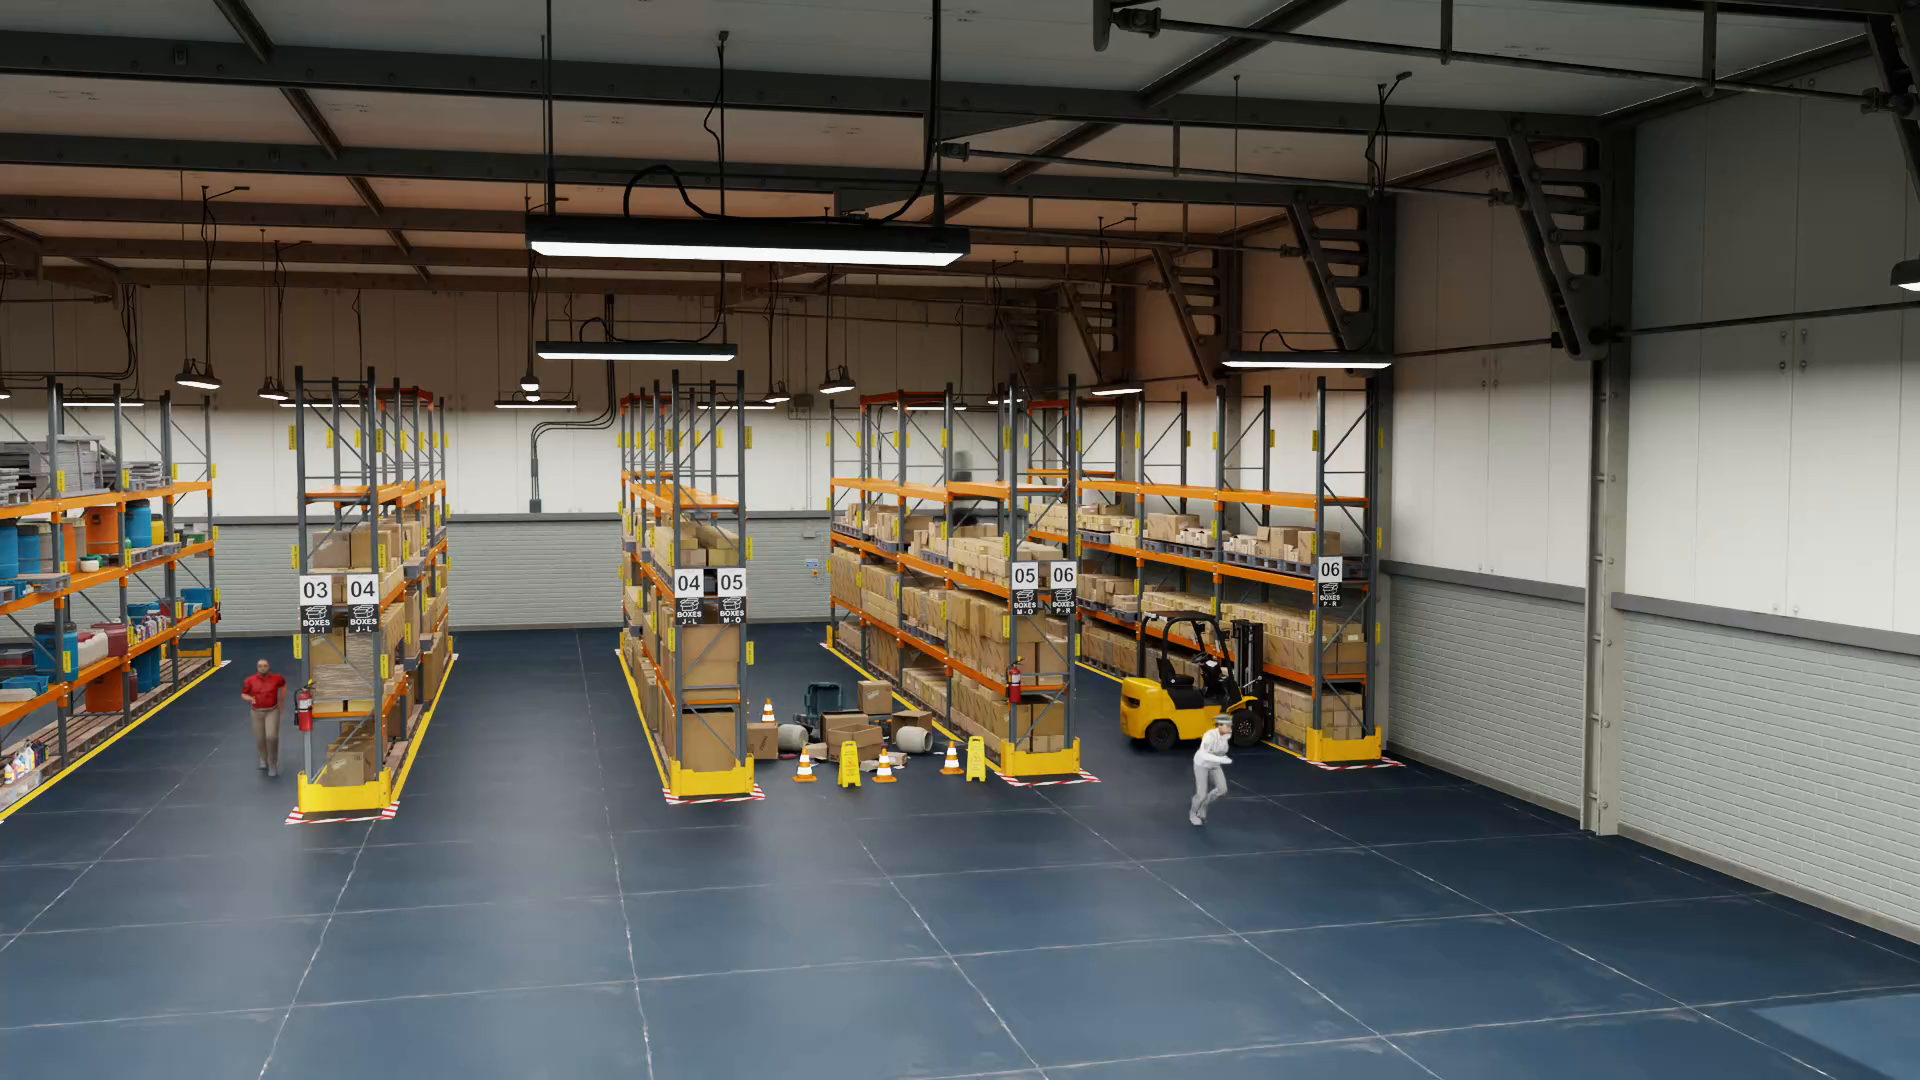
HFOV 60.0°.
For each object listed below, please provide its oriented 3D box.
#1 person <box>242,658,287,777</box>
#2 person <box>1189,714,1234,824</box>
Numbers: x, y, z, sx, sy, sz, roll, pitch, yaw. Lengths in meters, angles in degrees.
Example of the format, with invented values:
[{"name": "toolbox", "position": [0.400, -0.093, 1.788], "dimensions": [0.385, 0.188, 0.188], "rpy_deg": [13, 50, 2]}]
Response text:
[{"name": "person", "position": [-10.461, 2.665, 24.995], "dimensions": [0.599, 1.784, 0.852], "rpy_deg": [-1, 4, -14]}, {"name": "person", "position": [3.302, 2.965, 21.540], "dimensions": [0.644, 1.506, 0.840], "rpy_deg": [-2, 4, -33]}]
